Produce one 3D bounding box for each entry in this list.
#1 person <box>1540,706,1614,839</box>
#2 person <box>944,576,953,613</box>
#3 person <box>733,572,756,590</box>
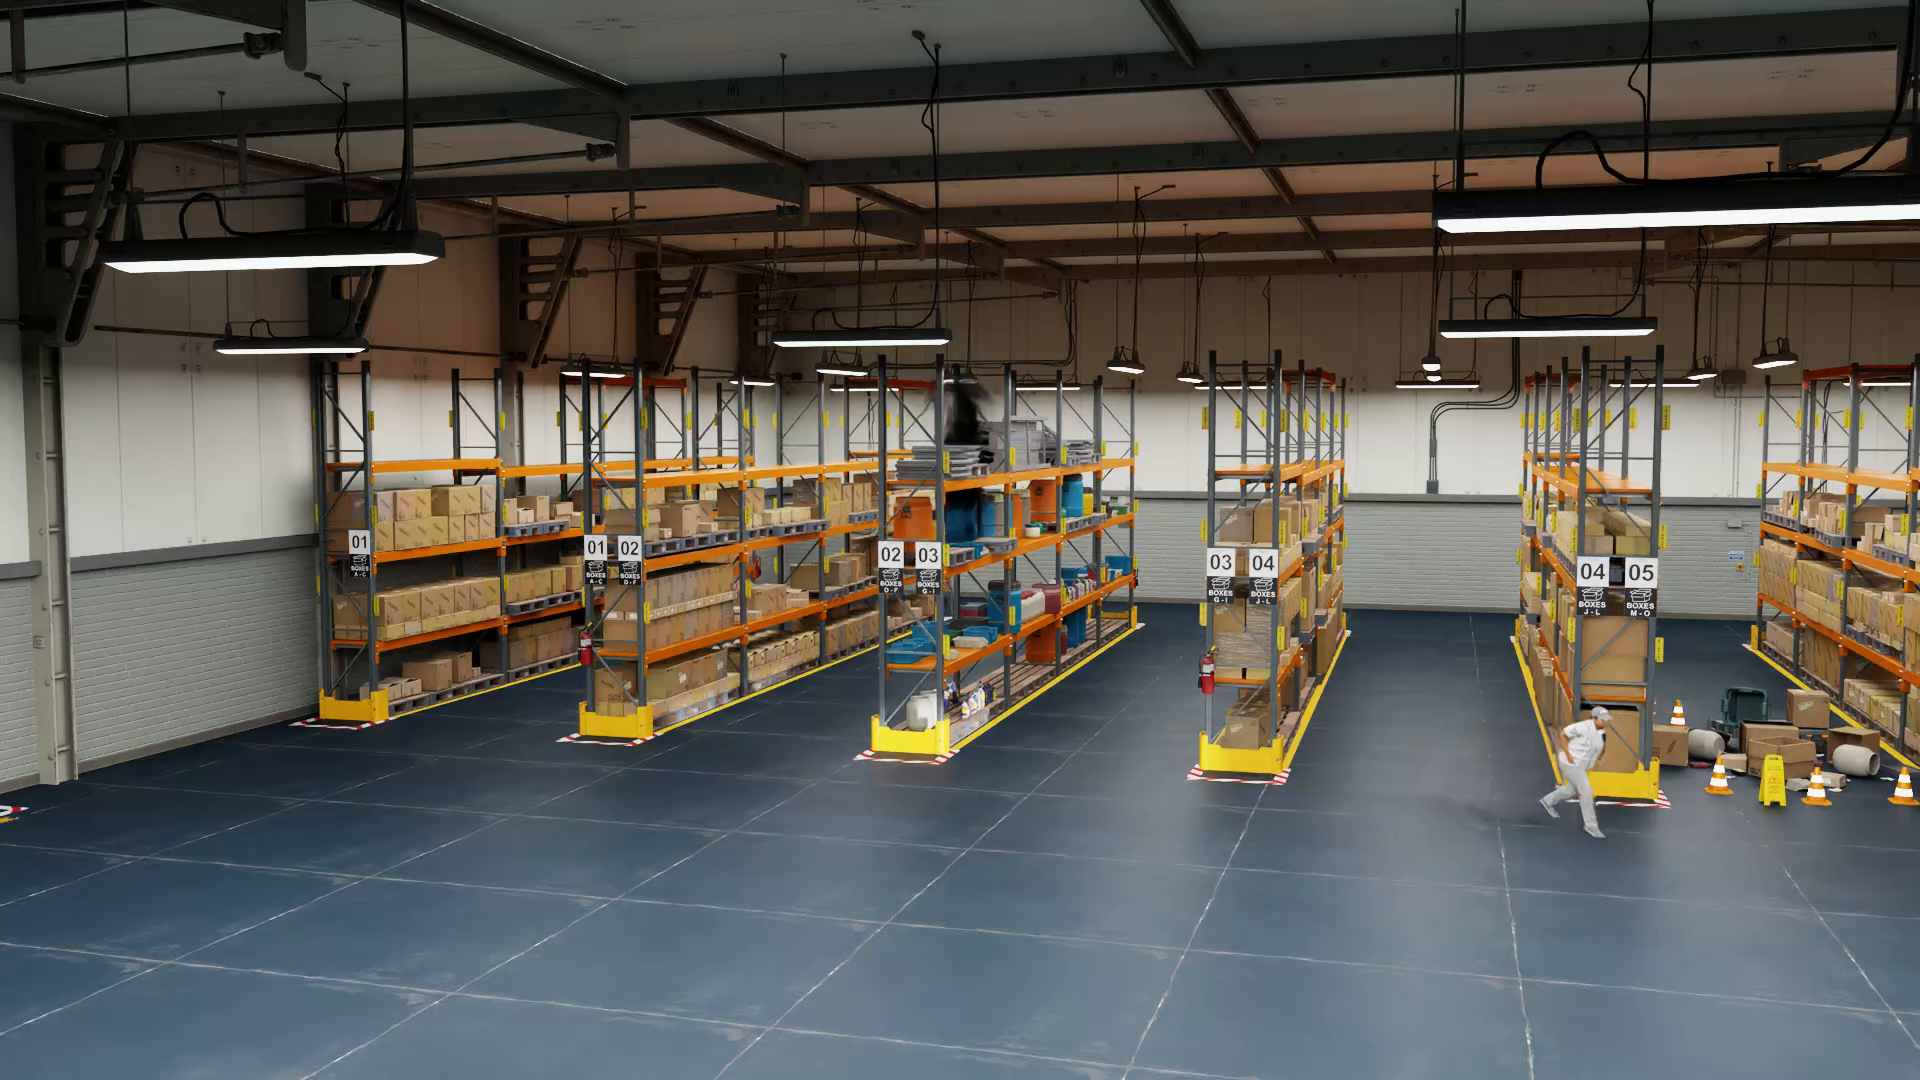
[{"bbox_3d":[7.494,2.788,20.292,0.643,1.627,1.033,-2,5,-29],"label":"person"},{"bbox_3d":[-0.385,1.093,43.429,0.655,1.805,0.805,-3,5,-39],"label":"person"},{"bbox_3d":[-4.711,1.533,36.295,0.657,1.771,0.863,0,4,4],"label":"person"}]
